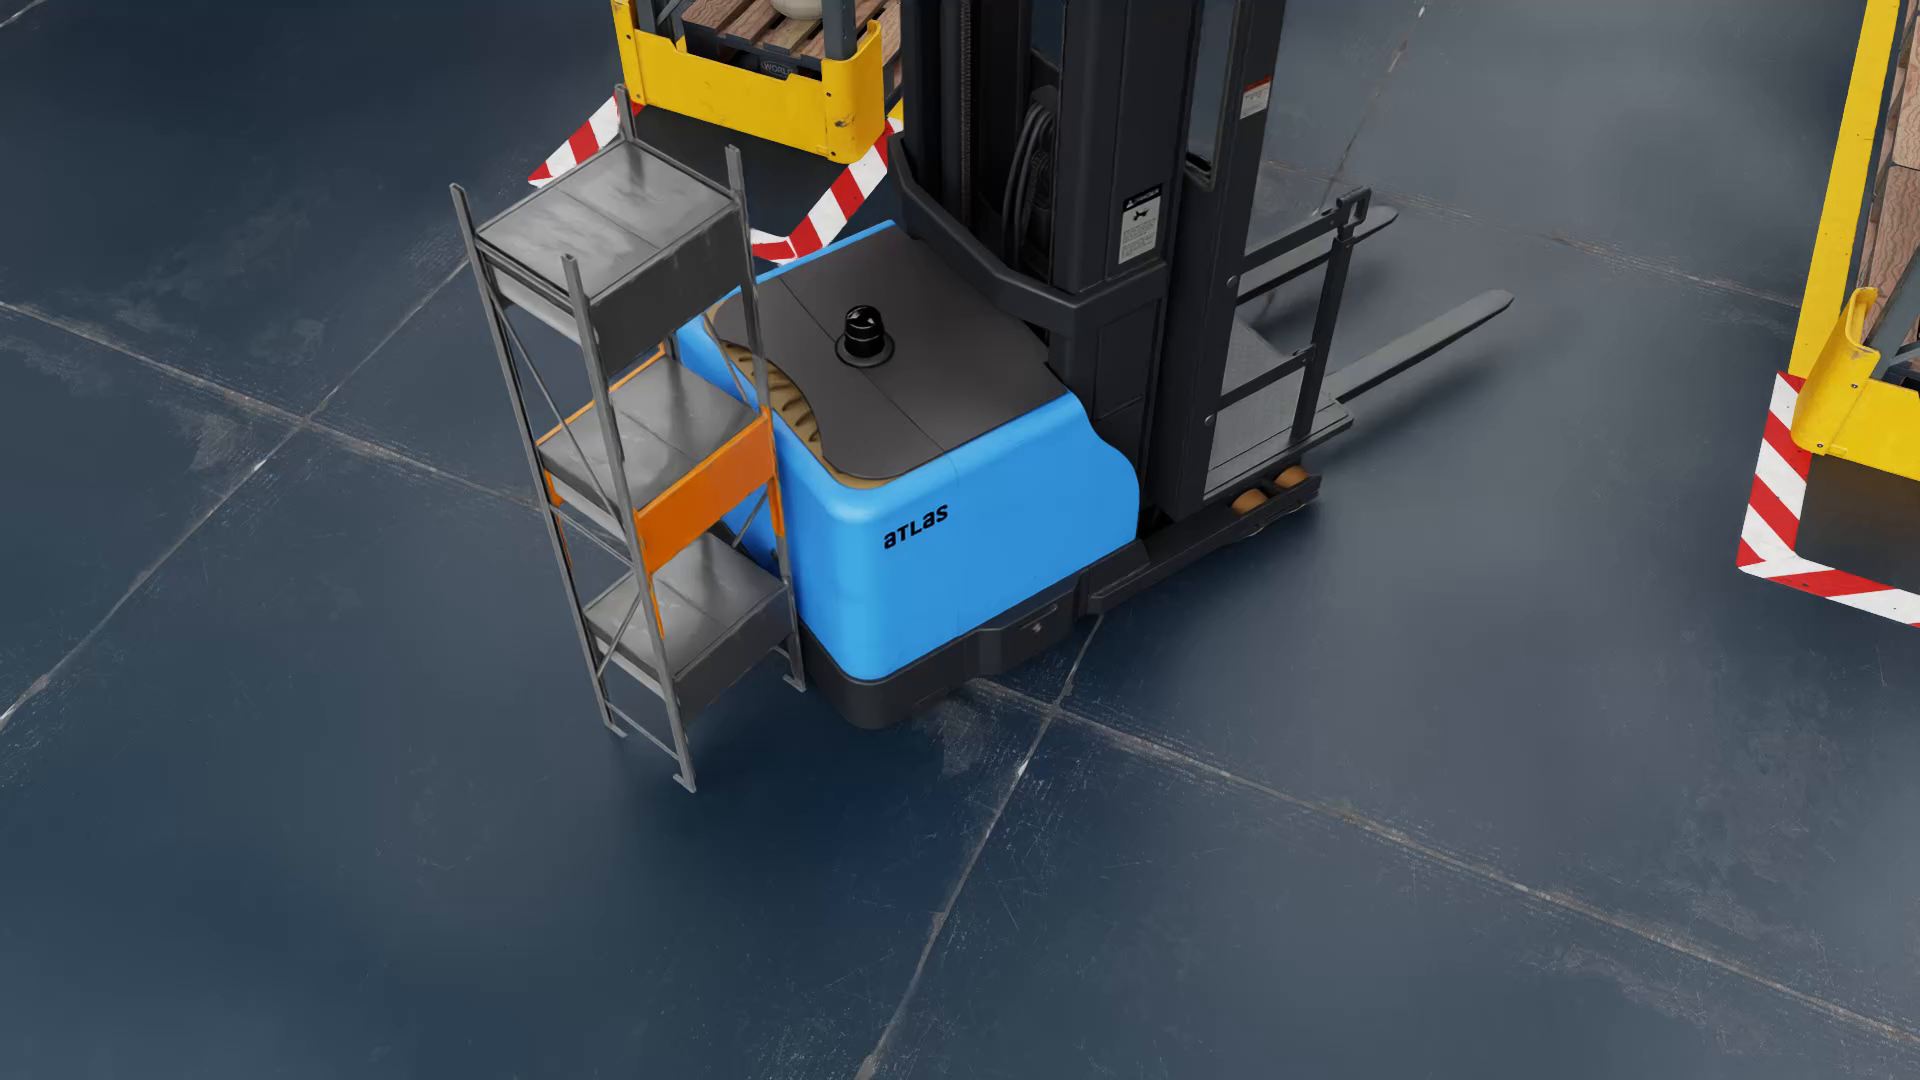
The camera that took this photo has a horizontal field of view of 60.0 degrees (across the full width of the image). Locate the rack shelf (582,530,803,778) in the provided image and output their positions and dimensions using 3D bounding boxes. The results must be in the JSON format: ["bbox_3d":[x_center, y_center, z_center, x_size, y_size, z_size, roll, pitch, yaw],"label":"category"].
[{"bbox_3d":[-0.809,0.314,5.041,0.431,0.518,0.480,32,57,25],"label":"rack shelf"}]

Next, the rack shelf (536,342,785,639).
[{"bbox_3d":[-0.809,-0.139,4.508,0.431,0.518,0.480,32,57,25],"label":"rack shelf"}]

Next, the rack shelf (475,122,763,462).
[{"bbox_3d":[-0.809,-0.593,3.975,0.431,0.518,0.480,32,57,25],"label":"rack shelf"}]

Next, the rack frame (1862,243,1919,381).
[{"bbox_3d":[3.580,-1.195,4.797,1.000,3.000,0.127,20,52,16],"label":"rack frame"}]

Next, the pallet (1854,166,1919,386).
[{"bbox_3d":[3.991,-0.891,6.370,1.003,0.211,1.213,20,52,16],"label":"pallet"}]

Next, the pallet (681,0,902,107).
[{"bbox_3d":[-0.557,-2.528,7.762,1.003,0.211,1.213,20,52,16],"label":"pallet"}]

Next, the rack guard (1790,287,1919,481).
[{"bbox_3d":[3.612,-0.437,5.793,1.175,0.500,0.348,20,52,16],"label":"rack guard"}]

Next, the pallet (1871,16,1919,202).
[{"bbox_3d":[4.514,-1.728,7.082,1.003,0.211,1.213,20,52,16],"label":"pallet"}]

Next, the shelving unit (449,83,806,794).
[{"bbox_3d":[-0.809,-0.148,4.497,0.431,2.100,0.503,32,57,25],"label":"shelving unit"}]

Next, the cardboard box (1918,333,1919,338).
[{"bbox_3d":[3.862,-0.945,5.950,0.500,0.500,0.500,29,55,22],"label":"cardboard box"}]

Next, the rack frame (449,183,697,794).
[{"bbox_3d":[-0.965,-0.005,4.376,0.400,2.100,0.015,32,57,25],"label":"rack frame"}]

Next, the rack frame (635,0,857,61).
[{"bbox_3d":[-0.899,-2.806,6.168,1.000,3.000,0.127,20,52,16],"label":"rack frame"}]

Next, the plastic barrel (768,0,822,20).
[{"bbox_3d":[-0.686,-2.614,7.363,0.421,0.512,0.421,0,50,0],"label":"plastic barrel"}]

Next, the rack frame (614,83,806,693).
[{"bbox_3d":[-0.653,-0.291,4.619,0.400,2.100,0.015,32,57,25],"label":"rack frame"}]

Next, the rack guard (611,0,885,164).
[{"bbox_3d":[-0.909,-2.064,7.178,1.175,0.500,0.348,20,52,16],"label":"rack guard"}]

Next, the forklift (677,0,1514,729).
[{"bbox_3d":[0.645,-1.268,4.904,3.031,2.935,1.130,-28,55,-22],"label":"forklift"}]

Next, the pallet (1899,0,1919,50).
[{"bbox_3d":[5.034,-2.571,7.799,1.003,0.211,1.213,20,52,16],"label":"pallet"}]
